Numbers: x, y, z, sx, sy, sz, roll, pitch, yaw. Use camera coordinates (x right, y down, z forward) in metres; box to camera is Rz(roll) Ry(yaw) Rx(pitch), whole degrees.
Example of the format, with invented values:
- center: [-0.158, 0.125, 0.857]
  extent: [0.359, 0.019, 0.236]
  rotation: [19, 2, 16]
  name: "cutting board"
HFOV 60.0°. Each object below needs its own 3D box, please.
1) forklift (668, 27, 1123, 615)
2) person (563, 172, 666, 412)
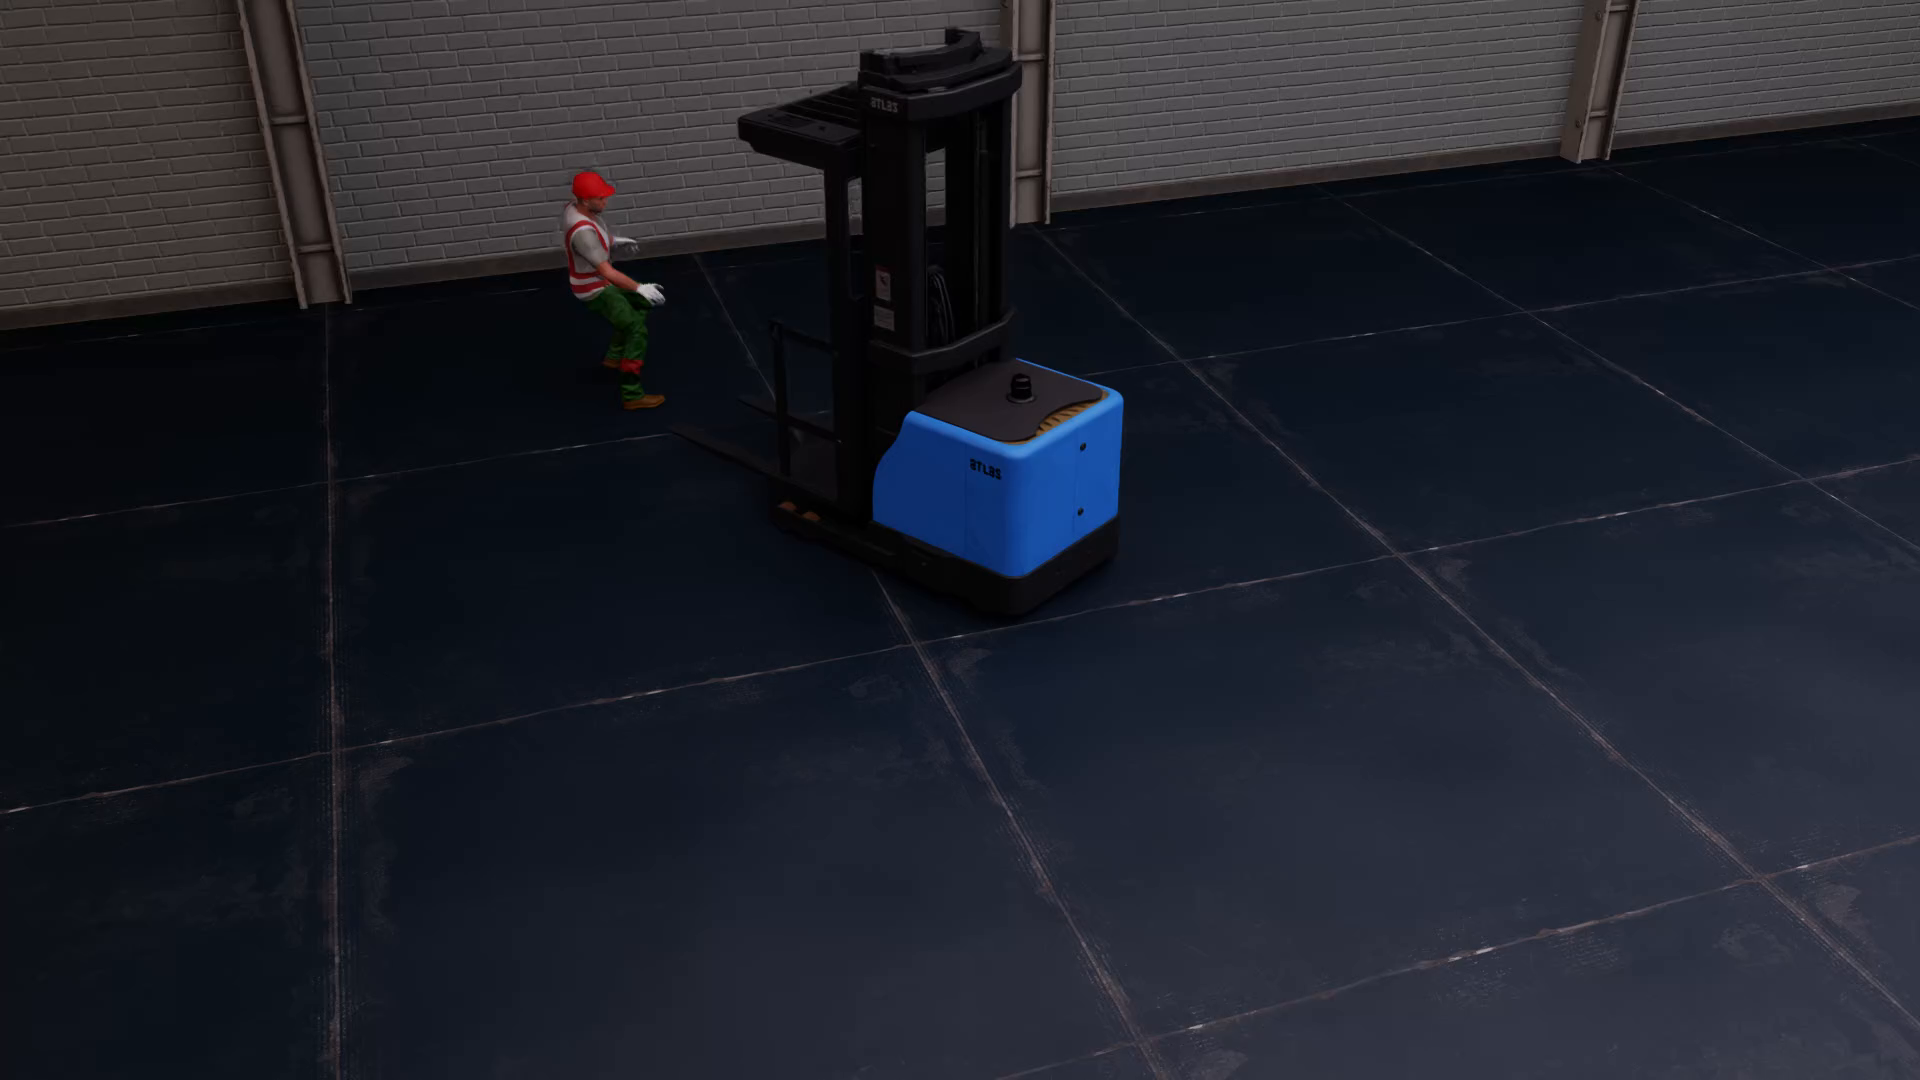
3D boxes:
- center: [-0.526, -1.454, 9.613]
  extent: [3.031, 2.935, 1.130]
  rotation: [22, 37, 34]
  name: "forklift"
- center: [-2.381, -1.790, 11.519]
  extent: [0.635, 1.622, 0.913]
  rotation: [-6, 30, -10]
  name: "person"
